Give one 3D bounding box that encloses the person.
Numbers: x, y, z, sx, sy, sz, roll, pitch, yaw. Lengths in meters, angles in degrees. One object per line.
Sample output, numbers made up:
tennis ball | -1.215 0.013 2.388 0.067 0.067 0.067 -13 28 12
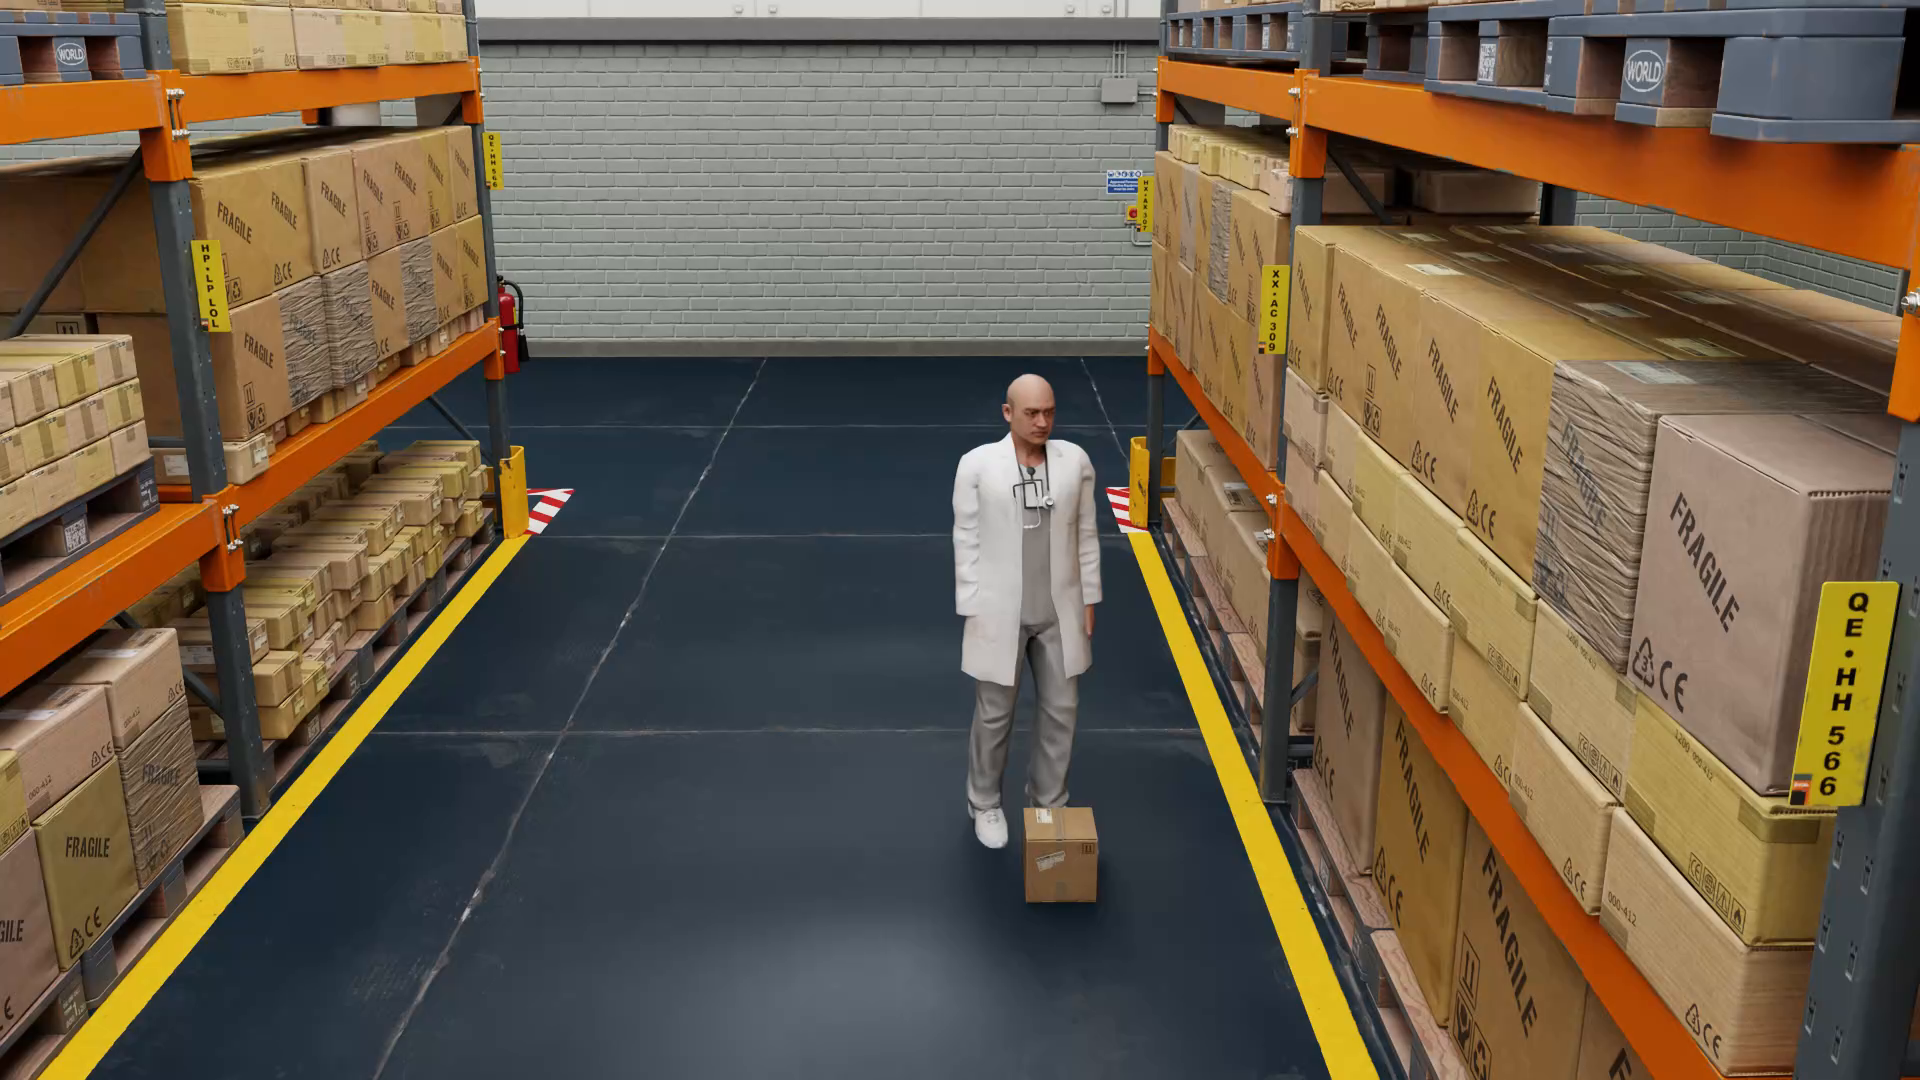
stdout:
person | 0.259 0.271 6.210 0.558 1.790 0.412 -4 17 -13
